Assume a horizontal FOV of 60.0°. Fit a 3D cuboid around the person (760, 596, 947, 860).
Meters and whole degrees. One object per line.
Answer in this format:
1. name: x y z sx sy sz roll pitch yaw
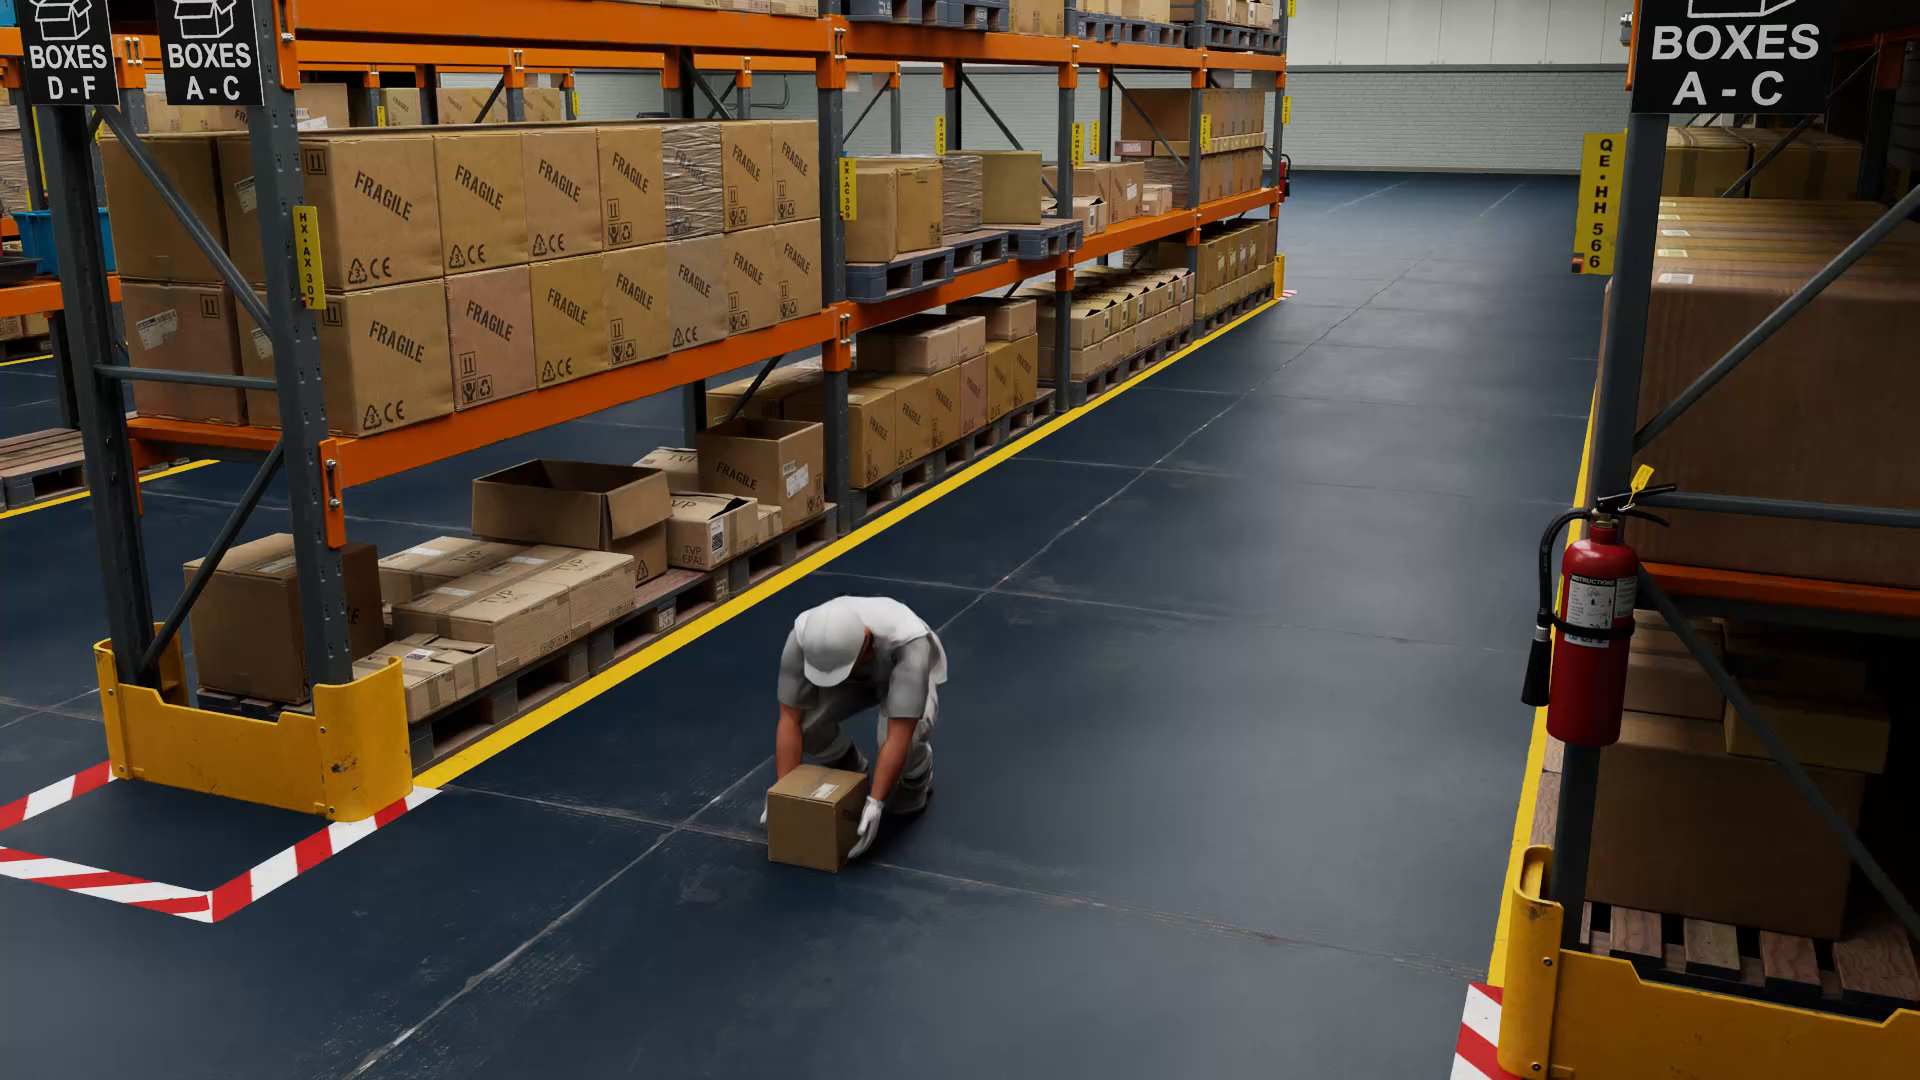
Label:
1. person: -0.323 0.541 5.727 0.559 0.882 0.888 6 16 21
